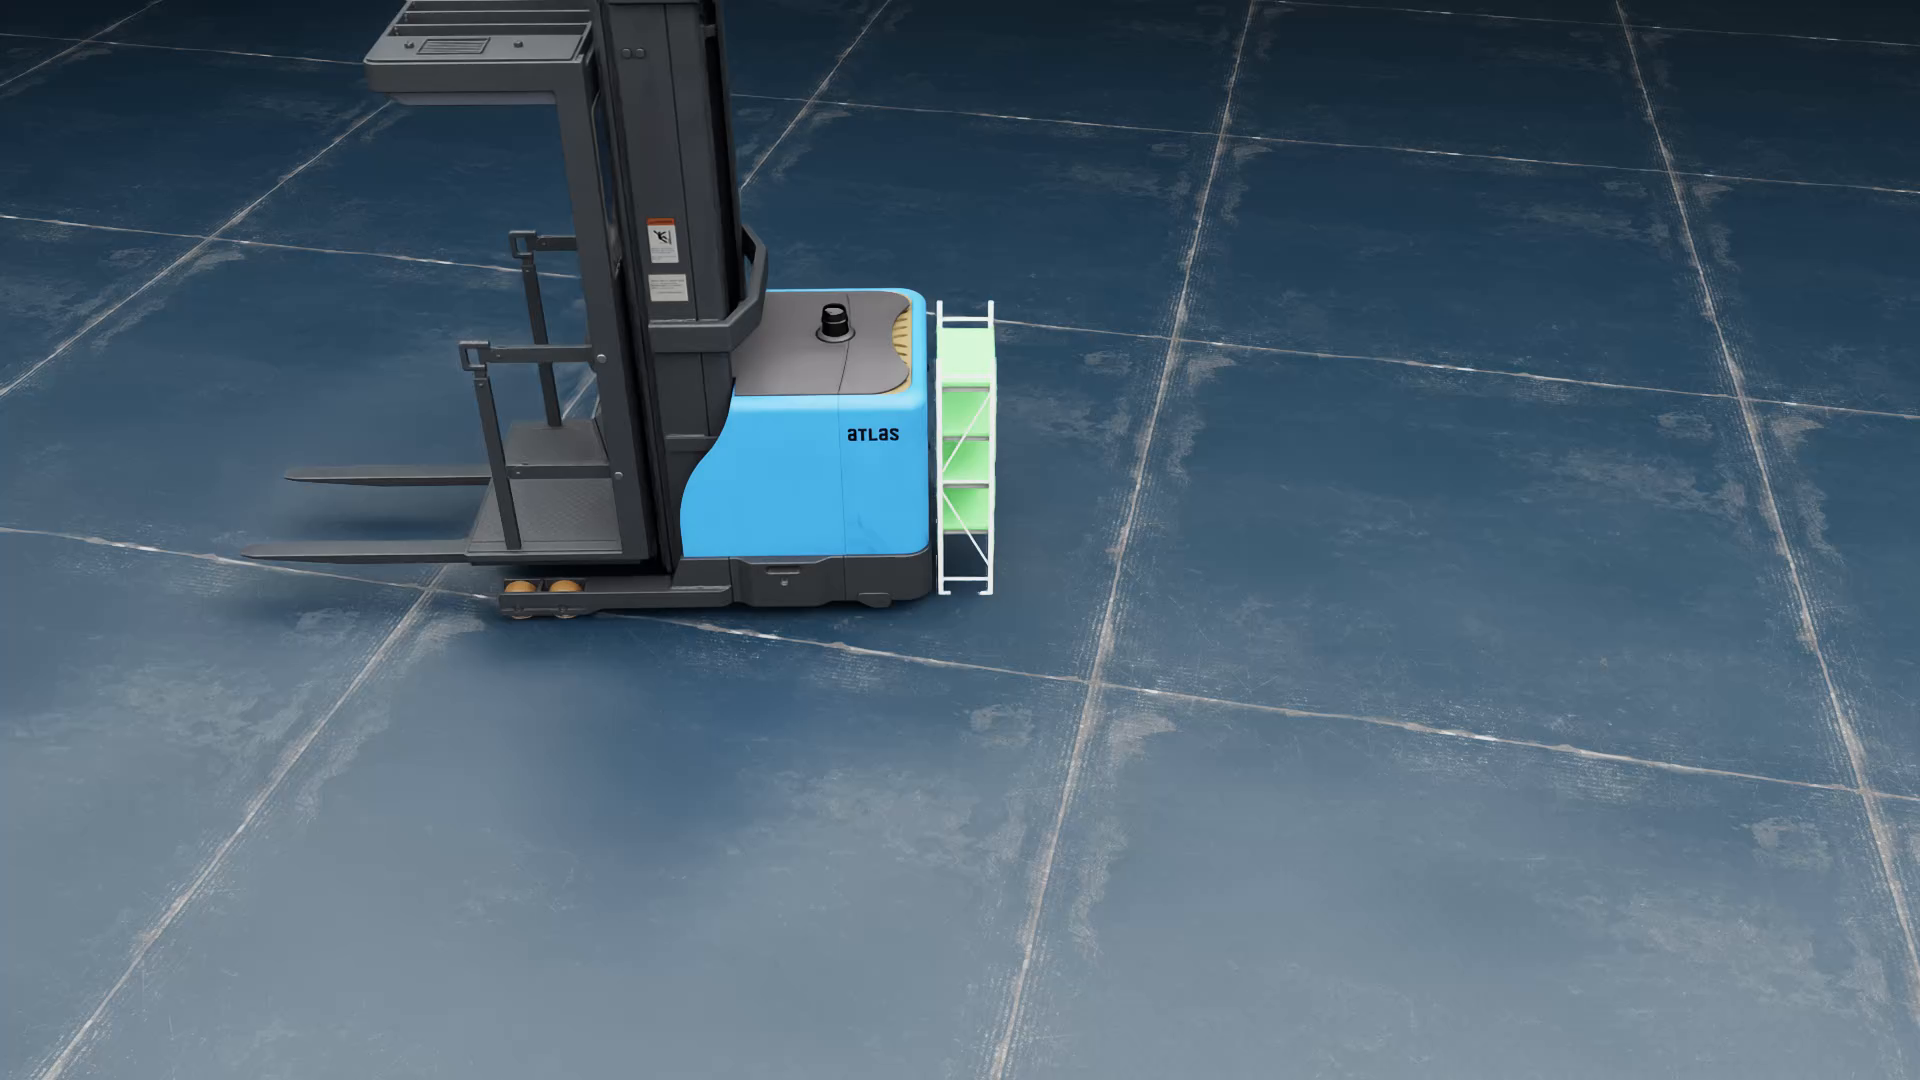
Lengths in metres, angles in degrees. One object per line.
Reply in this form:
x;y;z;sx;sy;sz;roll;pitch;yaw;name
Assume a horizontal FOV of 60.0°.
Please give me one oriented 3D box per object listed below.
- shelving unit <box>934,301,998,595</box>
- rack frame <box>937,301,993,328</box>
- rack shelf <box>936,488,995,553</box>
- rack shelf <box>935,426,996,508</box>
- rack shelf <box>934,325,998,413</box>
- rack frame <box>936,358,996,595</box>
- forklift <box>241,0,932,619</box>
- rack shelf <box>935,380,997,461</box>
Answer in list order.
0.023;-0.389;7.265;0.258;1.200;0.503;0;36;0;shelving unit
0.023;-0.533;7.462;0.240;1.200;0.015;0;36;0;rack frame
0.023;-0.143;7.443;0.258;0.148;0.480;0;36;0;rack shelf
0.023;-0.338;7.302;0.258;0.148;0.480;0;36;0;rack shelf
0.023;-0.726;7.021;0.258;0.148;0.480;0;36;0;rack shelf
0.024;-0.246;7.067;0.240;1.200;0.015;0;36;0;rack frame
-1.646;-1.156;6.848;3.031;2.935;1.130;-1;36;-1;forklift
0.023;-0.532;7.161;0.258;0.148;0.480;0;36;0;rack shelf
